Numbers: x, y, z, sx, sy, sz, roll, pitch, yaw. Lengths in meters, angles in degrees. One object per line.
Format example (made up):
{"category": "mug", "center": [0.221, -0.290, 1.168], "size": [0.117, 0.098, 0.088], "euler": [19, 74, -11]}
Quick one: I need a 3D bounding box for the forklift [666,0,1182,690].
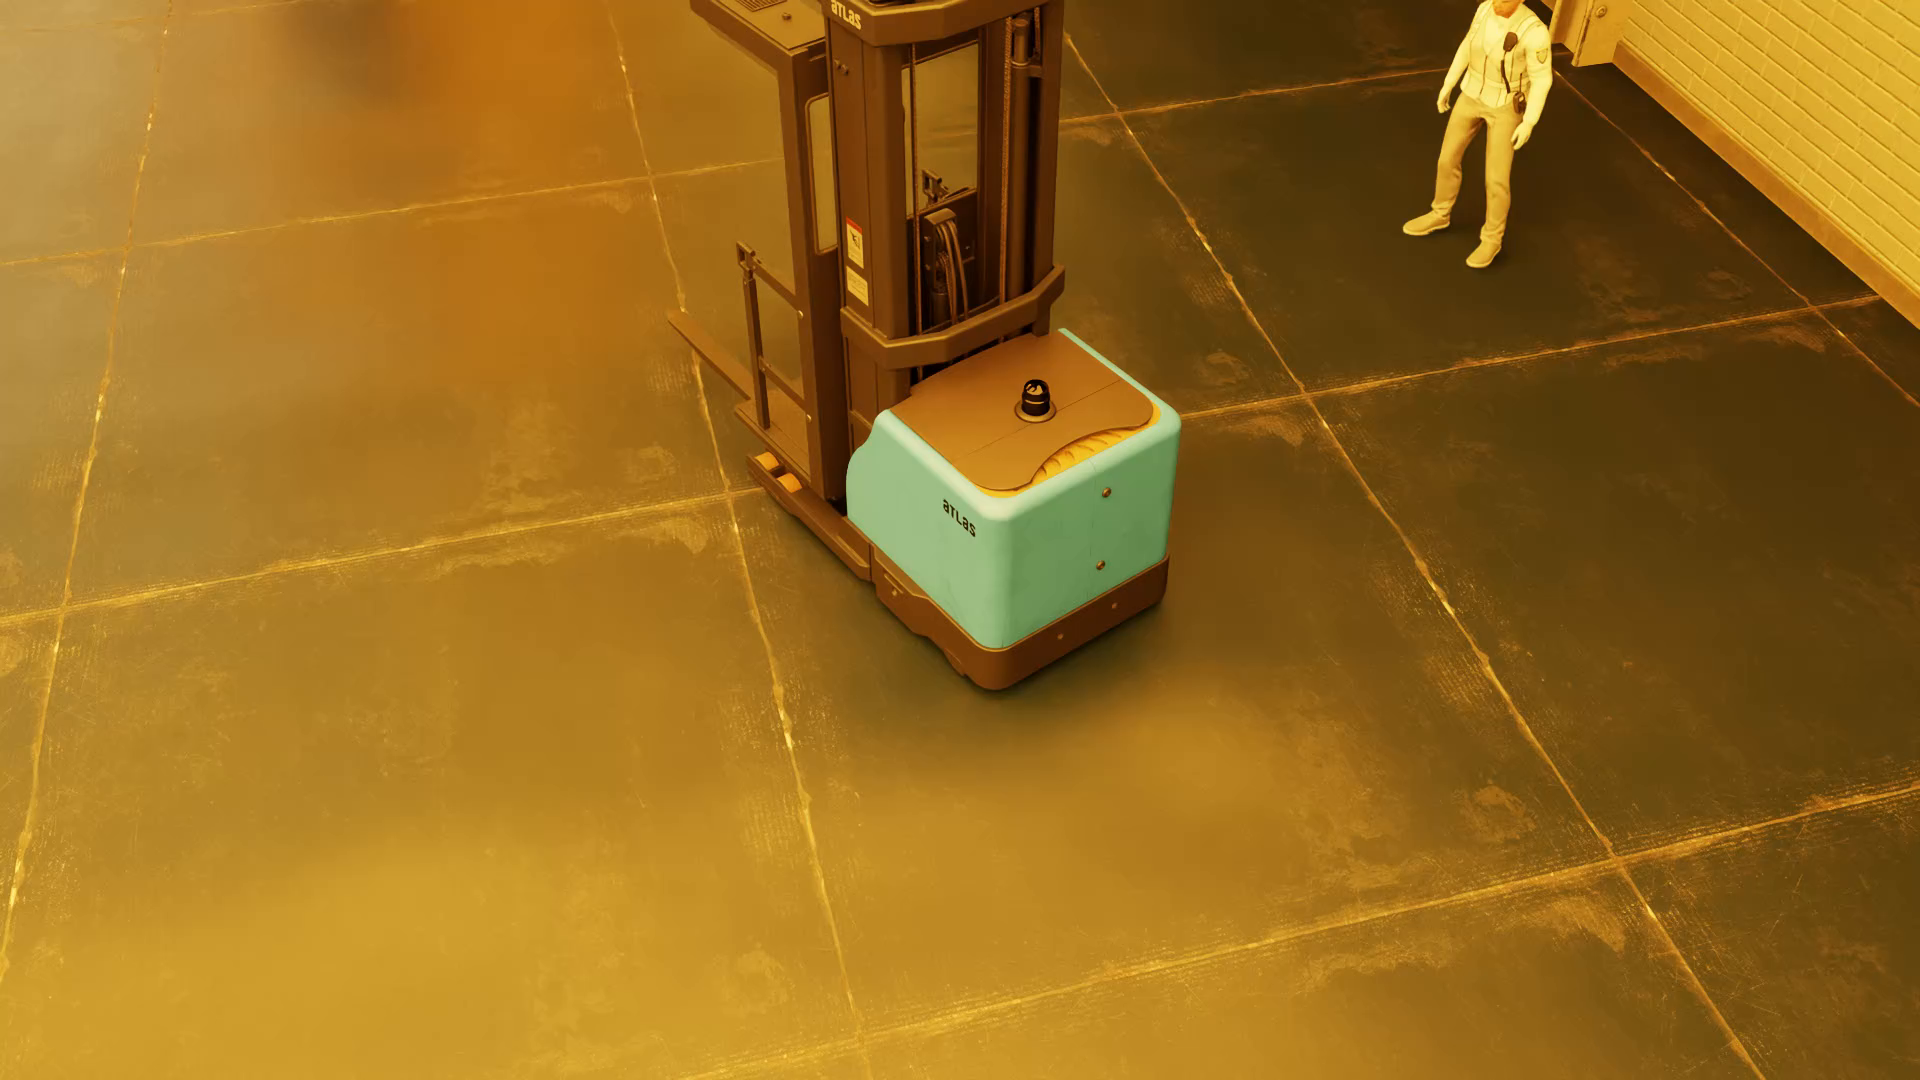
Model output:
{"category": "forklift", "center": [-0.366, -1.399, 7.126], "size": [1.130, 2.935, 3.031], "euler": [-27, 50, -26]}

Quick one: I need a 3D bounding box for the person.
{"category": "person", "center": [2.870, -2.353, 9.062], "size": [0.395, 1.667, 0.610], "euler": [-28, 50, -27]}
